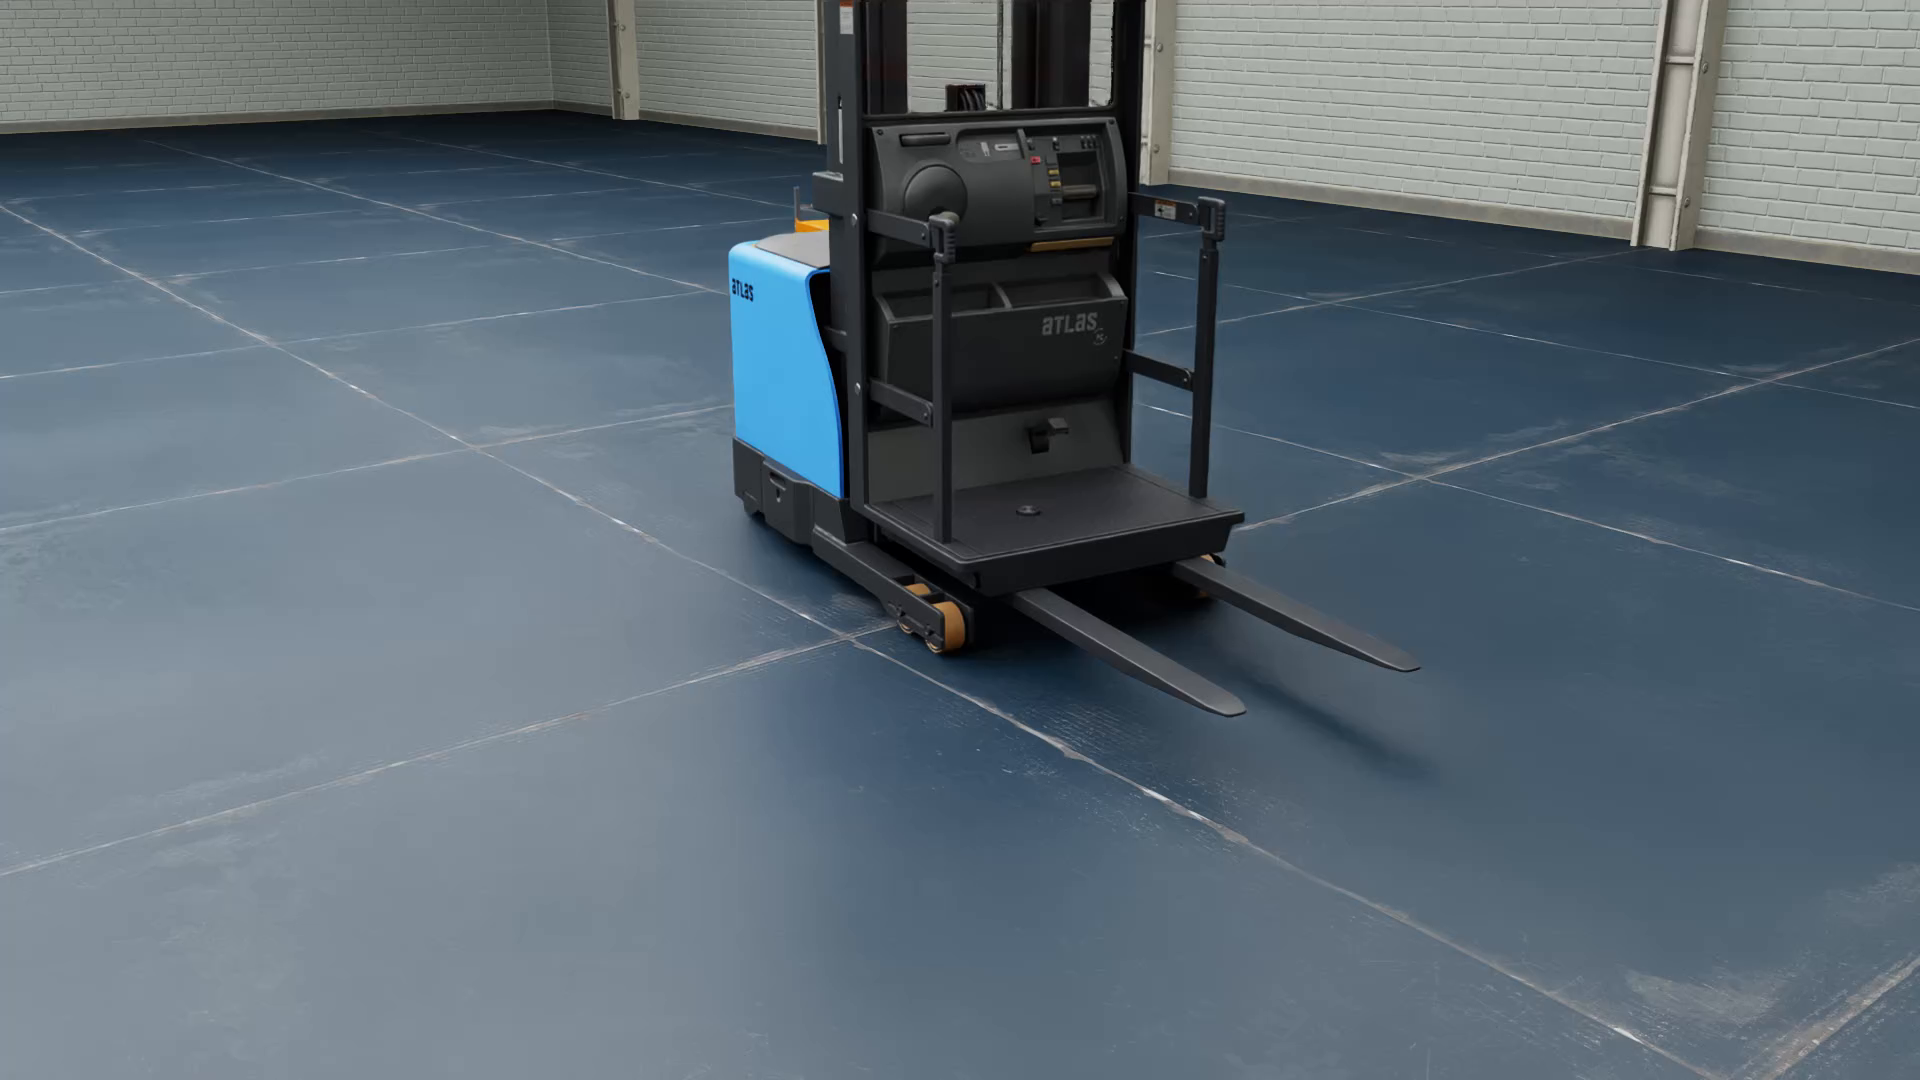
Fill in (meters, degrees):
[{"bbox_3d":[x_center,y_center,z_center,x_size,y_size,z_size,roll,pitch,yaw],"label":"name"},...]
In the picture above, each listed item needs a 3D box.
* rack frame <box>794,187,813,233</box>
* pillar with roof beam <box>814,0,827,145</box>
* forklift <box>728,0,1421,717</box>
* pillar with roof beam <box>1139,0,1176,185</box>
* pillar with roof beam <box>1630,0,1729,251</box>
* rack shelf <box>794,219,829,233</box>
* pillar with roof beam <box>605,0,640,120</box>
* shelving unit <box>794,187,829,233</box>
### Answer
[{"bbox_3d":[-0.600,-0.951,7.327,0.240,1.200,0.015,-10,21,-28],"label":"rack frame"},{"bbox_3d":[-5.067,-8.797,18.614,9.100,9.000,0.400,-14,23,-36],"label":"pillar with roof beam"},{"bbox_3d":[0.248,-1.193,5.304,1.130,2.935,3.031,-10,21,-28],"label":"forklift"},{"bbox_3d":[-1.341,-7.319,14.149,9.100,9.000,0.400,-14,23,-36],"label":"pillar with roof beam"},{"bbox_3d":[2.384,-5.840,9.684,9.100,9.000,0.400,-14,23,-36],"label":"pillar with roof beam"},{"bbox_3d":[-0.481,-1.258,7.001,0.258,0.148,0.480,-10,21,-28],"label":"rack shelf"},{"bbox_3d":[-8.792,-10.275,23.079,9.100,9.000,0.400,-14,23,-36],"label":"pillar with roof beam"},{"bbox_3d":[-0.481,-0.884,7.125,0.258,1.200,0.503,-10,21,-28],"label":"shelving unit"}]
